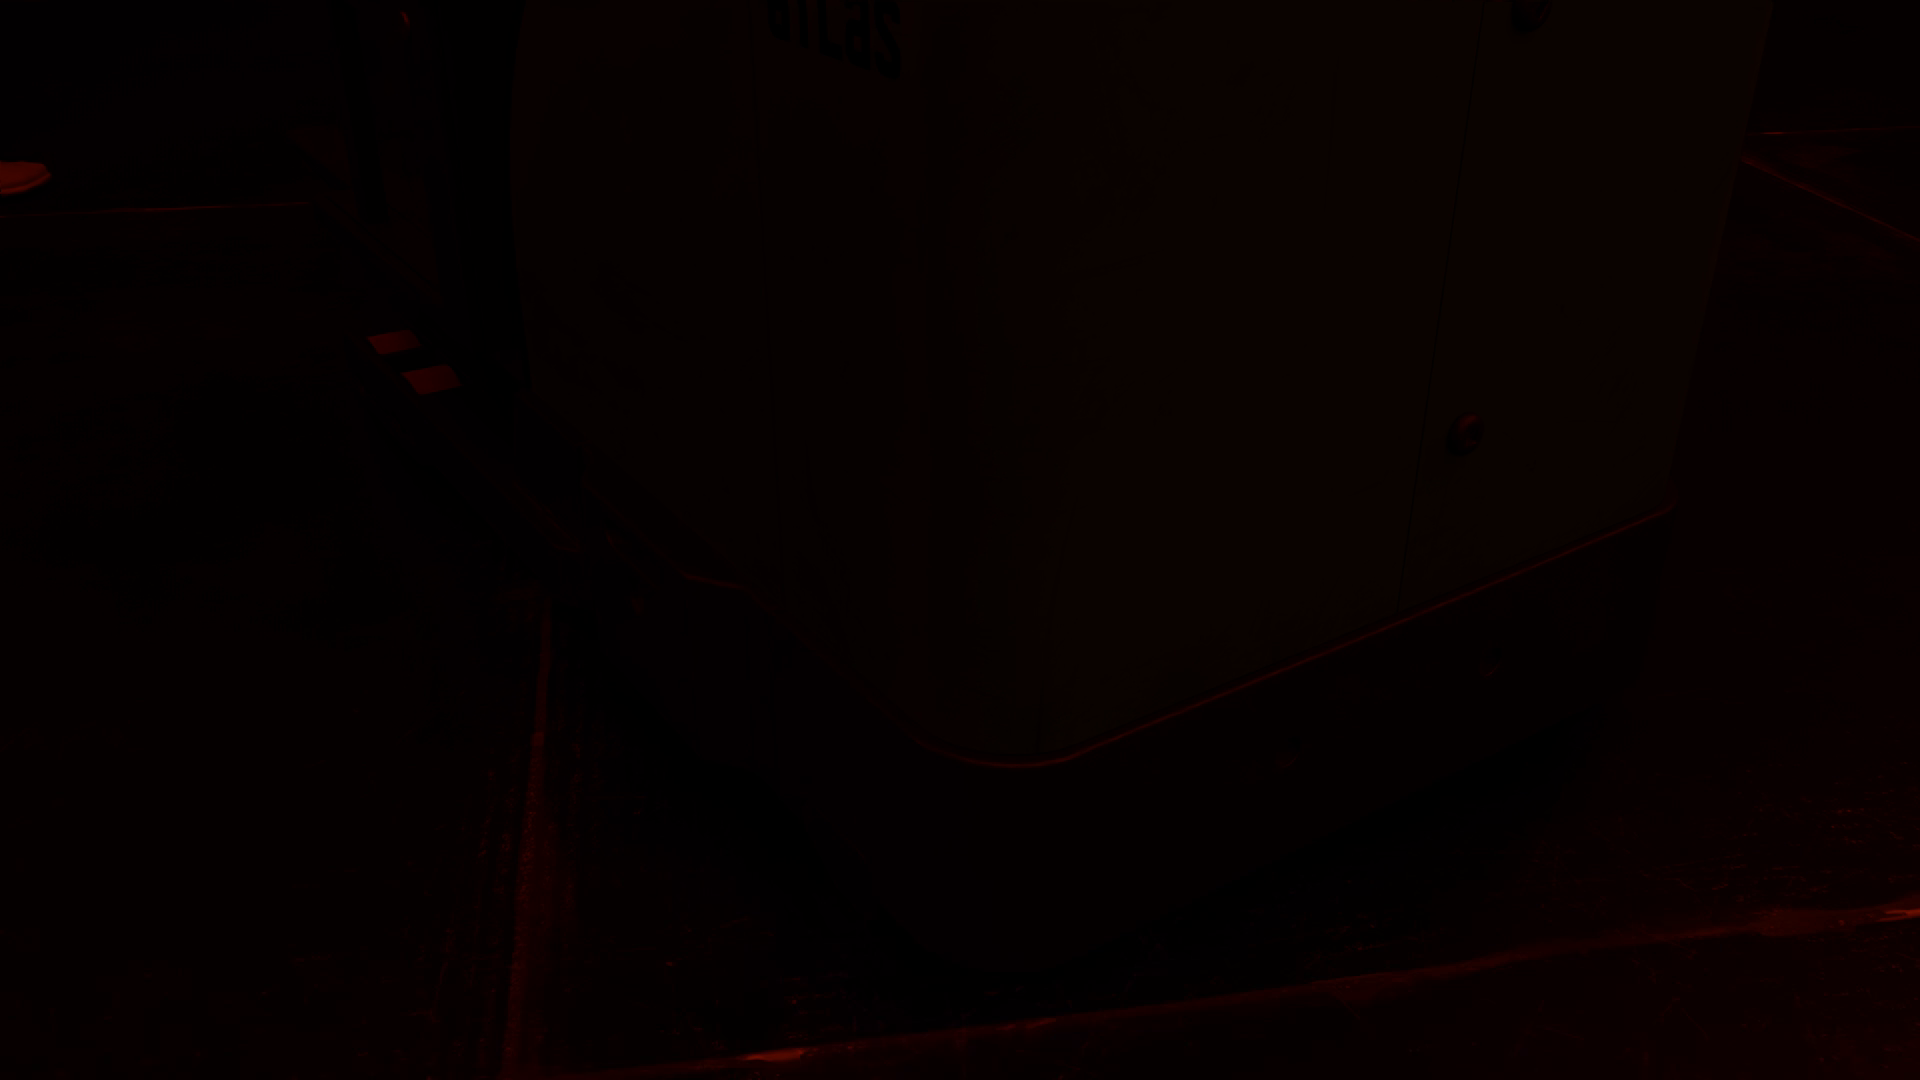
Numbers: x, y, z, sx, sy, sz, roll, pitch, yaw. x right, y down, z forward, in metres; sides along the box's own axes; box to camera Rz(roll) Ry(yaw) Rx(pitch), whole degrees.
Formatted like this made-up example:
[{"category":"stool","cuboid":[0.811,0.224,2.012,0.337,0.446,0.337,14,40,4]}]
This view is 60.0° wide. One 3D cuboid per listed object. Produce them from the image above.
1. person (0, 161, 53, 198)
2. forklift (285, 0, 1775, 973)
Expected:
[{"category":"person","cuboid":[-2.579,-1.623,3.669,0.650,1.773,0.630,-12,30,-21]},{"category":"forklift","cuboid":[-0.399,-1.526,2.249,1.130,2.935,3.031,-18,33,-30]}]
